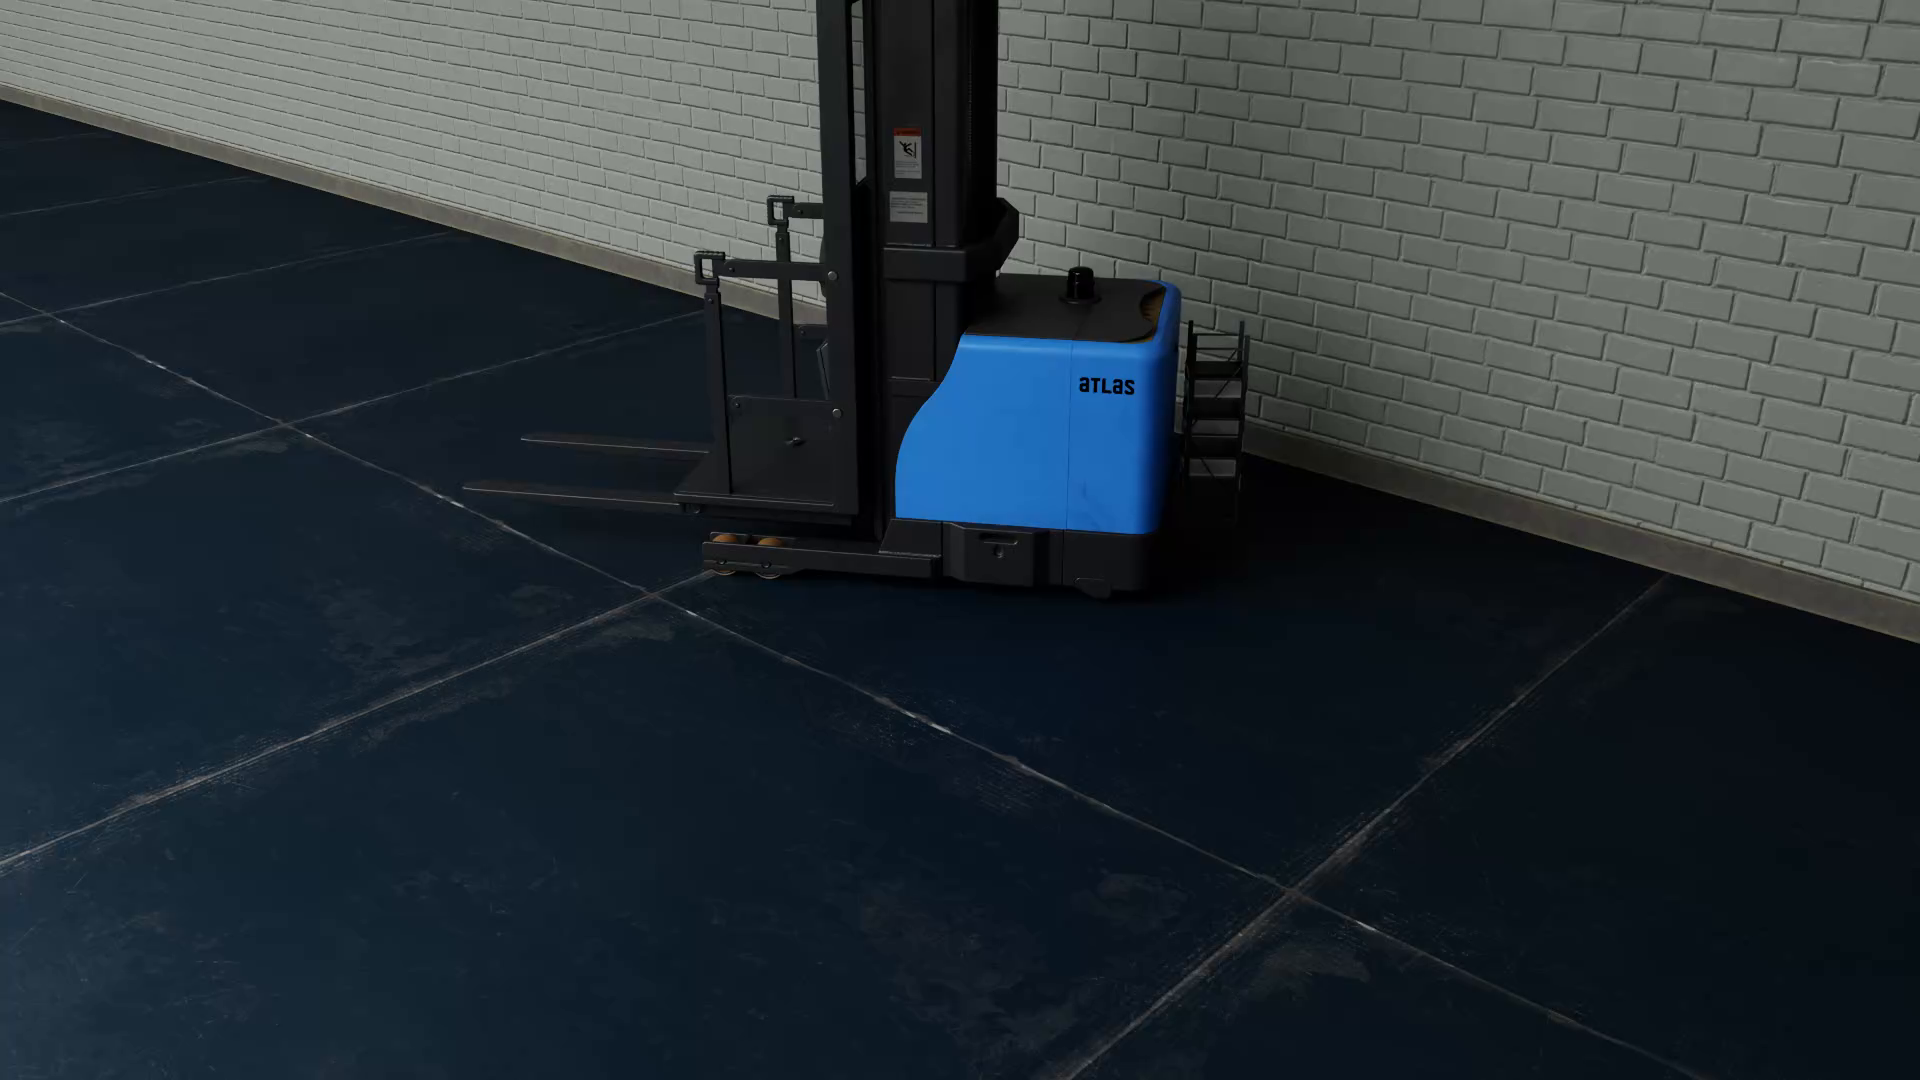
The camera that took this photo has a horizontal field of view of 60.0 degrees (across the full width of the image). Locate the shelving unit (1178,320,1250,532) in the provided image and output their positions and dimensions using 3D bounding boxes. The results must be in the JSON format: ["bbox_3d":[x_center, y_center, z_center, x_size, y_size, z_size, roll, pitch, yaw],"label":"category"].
[{"bbox_3d":[1.100,-0.492,7.246,0.258,0.900,0.210,1,24,2],"label":"shelving unit"}]

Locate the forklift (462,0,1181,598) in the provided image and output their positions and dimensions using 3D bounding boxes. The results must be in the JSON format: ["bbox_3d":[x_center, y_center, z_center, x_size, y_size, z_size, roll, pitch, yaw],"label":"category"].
[{"bbox_3d":[-0.613,-1.383,6.752,3.031,2.935,1.130,4,25,9],"label":"forklift"}]

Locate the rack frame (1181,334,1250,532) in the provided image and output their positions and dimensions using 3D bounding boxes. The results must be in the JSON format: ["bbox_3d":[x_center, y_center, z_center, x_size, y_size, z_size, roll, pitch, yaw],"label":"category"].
[{"bbox_3d":[1.096,-0.450,7.154,0.240,0.900,0.006,1,24,2],"label":"rack frame"}]

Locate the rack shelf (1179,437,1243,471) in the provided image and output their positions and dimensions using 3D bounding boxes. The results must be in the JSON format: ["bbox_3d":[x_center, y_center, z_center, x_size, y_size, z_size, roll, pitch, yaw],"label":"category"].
[{"bbox_3d":[1.100,-0.379,7.297,0.258,0.077,0.200,1,24,2],"label":"rack shelf"}]

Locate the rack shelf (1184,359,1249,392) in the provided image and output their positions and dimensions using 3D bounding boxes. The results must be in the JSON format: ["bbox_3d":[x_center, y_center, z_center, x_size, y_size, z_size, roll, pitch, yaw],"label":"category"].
[{"bbox_3d":[1.100,-0.708,7.150,0.258,0.077,0.200,1,24,2],"label":"rack shelf"}]

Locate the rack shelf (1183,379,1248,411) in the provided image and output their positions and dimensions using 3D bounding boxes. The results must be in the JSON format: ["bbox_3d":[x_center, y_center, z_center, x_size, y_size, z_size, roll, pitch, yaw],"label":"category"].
[{"bbox_3d":[1.100,-0.625,7.186,0.258,0.077,0.200,1,24,2],"label":"rack shelf"}]

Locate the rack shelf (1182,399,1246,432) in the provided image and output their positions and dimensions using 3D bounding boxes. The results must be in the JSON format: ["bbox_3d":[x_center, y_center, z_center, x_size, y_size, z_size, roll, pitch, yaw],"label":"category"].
[{"bbox_3d":[1.100,-0.543,7.223,0.258,0.077,0.200,1,24,2],"label":"rack shelf"}]

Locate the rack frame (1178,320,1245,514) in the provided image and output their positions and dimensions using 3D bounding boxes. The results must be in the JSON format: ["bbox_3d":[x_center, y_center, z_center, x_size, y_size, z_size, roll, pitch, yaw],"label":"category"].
[{"bbox_3d":[1.105,-0.533,7.339,0.240,0.900,0.006,1,24,2],"label":"rack frame"}]

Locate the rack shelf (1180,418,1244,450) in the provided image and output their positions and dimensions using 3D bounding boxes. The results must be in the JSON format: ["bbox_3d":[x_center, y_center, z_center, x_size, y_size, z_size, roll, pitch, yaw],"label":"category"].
[{"bbox_3d":[1.100,-0.461,7.260,0.258,0.077,0.200,1,24,2],"label":"rack shelf"}]

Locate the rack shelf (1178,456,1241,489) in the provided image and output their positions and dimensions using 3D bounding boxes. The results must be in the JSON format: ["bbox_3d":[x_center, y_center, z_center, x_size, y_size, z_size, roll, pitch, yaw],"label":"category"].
[{"bbox_3d":[1.100,-0.297,7.334,0.258,0.077,0.200,1,24,2],"label":"rack shelf"}]
